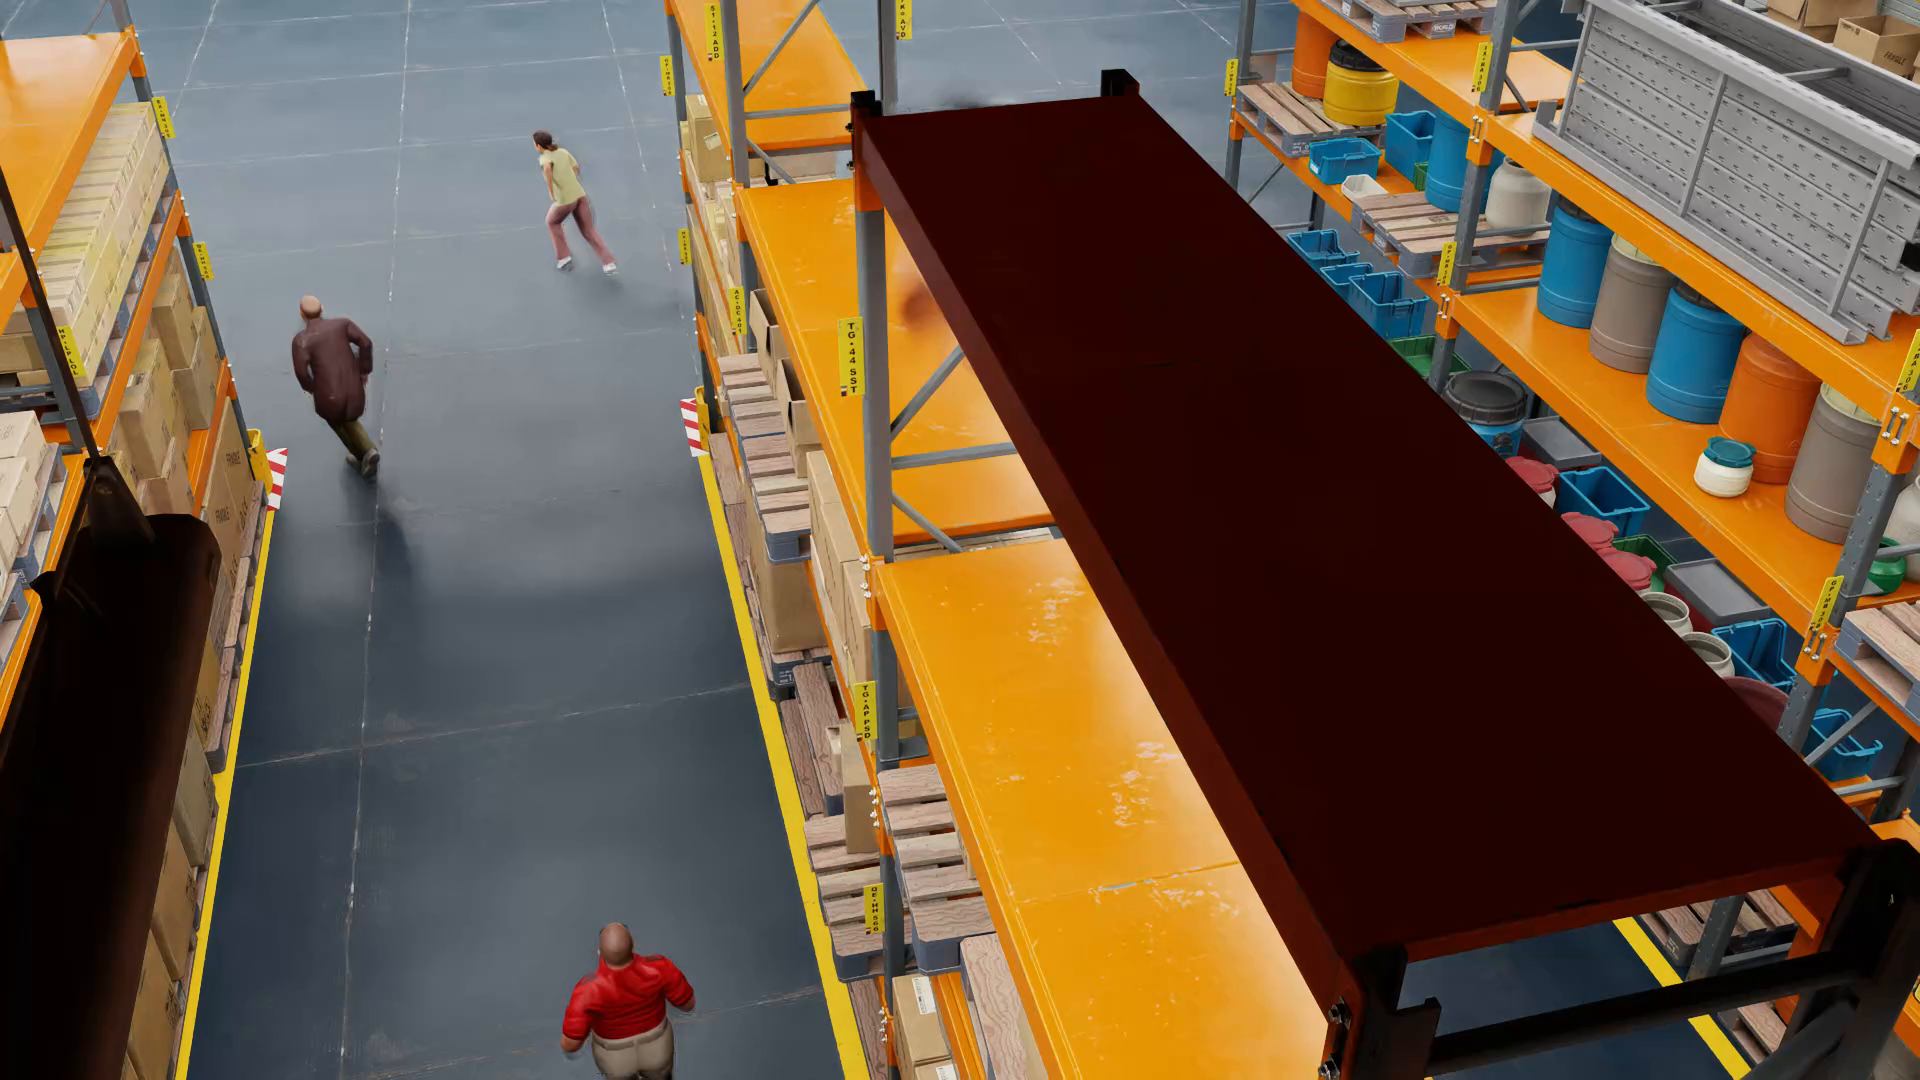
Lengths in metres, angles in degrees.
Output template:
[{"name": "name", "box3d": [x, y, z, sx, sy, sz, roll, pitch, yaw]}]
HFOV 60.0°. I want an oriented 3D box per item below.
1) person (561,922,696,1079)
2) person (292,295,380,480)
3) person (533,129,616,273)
[{"name": "person", "box3d": [-1.636, 2.577, 8.347, 0.674, 1.718, 0.733, -12, 36, -17]}, {"name": "person", "box3d": [-5.395, -1.320, 14.551, 0.706, 1.638, 0.749, -28, 43, -35]}, {"name": "person", "box3d": [-4.154, -3.571, 17.952, 0.950, 1.624, 0.619, 19, 39, 25]}]
